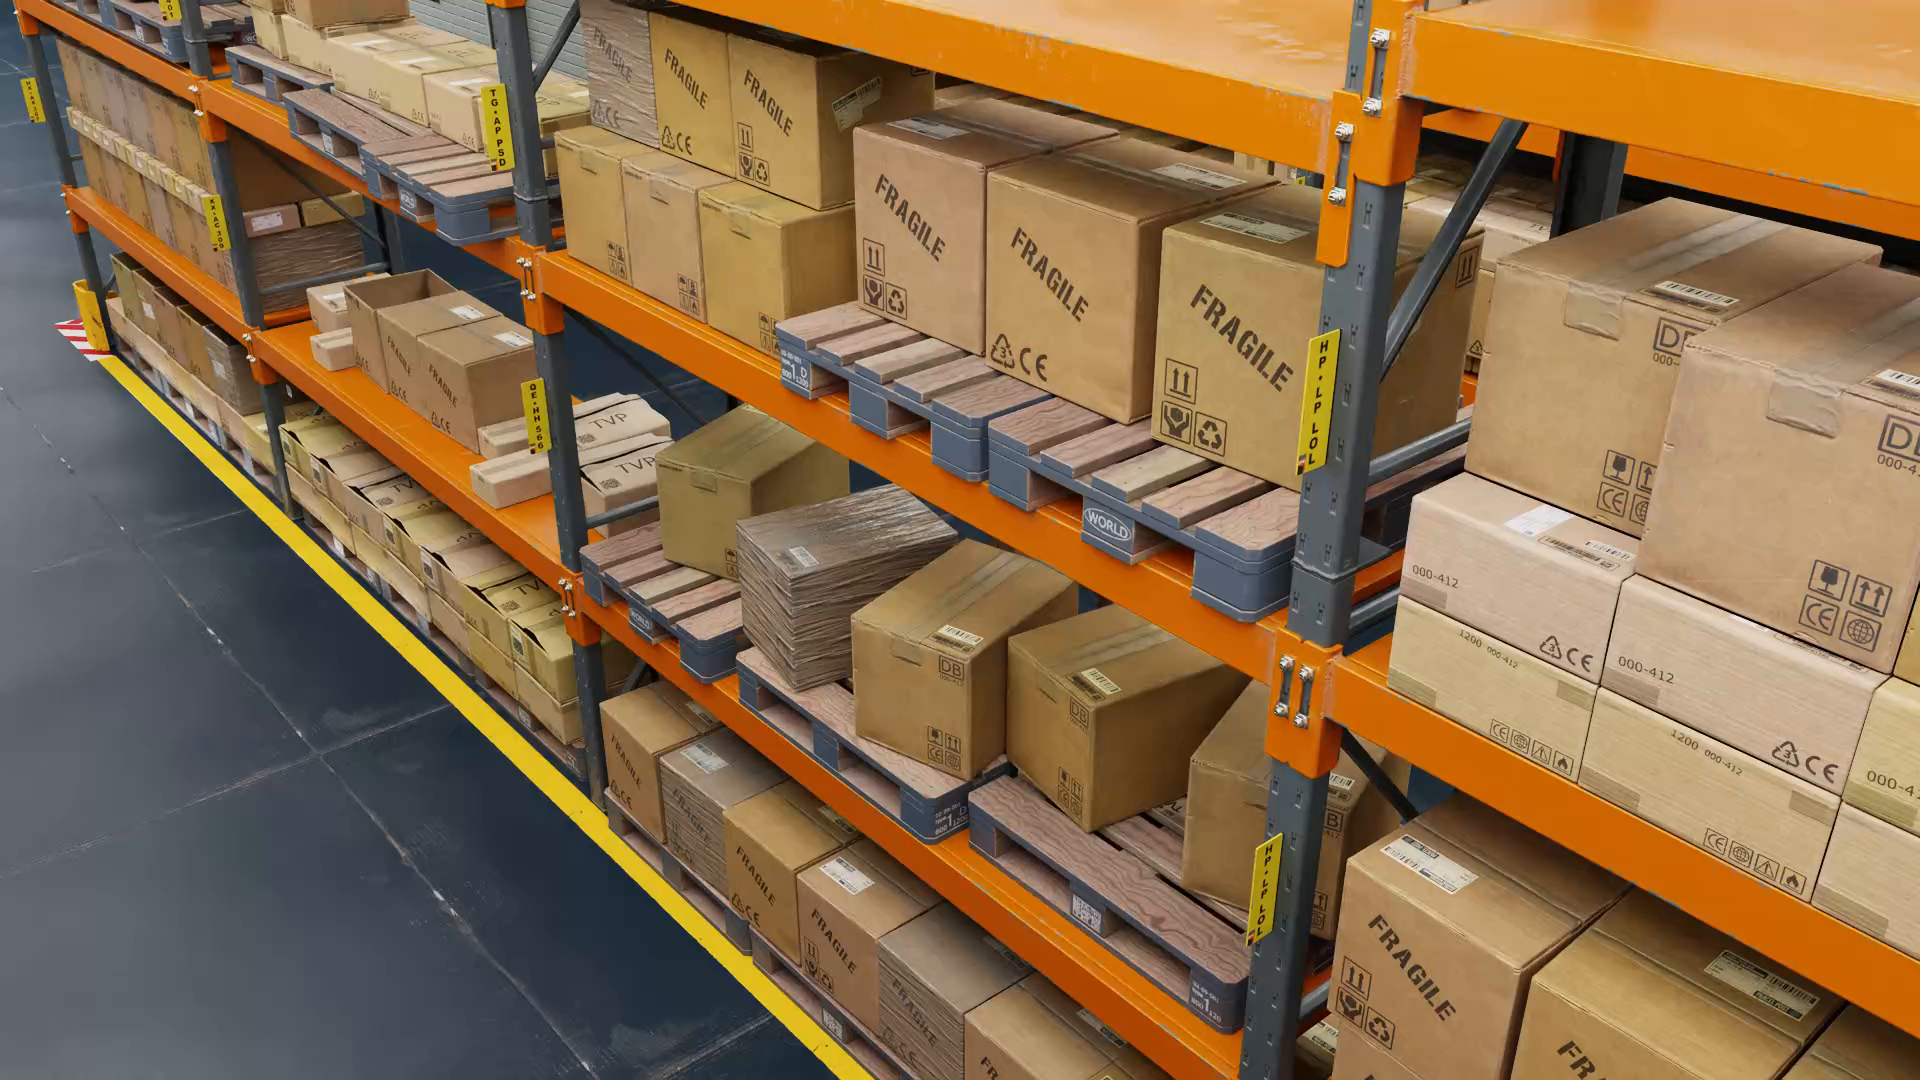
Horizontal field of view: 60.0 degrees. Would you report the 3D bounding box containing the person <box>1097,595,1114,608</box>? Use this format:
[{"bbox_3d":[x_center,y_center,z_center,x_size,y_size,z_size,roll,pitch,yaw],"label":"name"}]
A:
[{"bbox_3d":[0.974,0.226,8.202,0.541,1.673,1.021,-20,34,-32],"label":"person"}]
